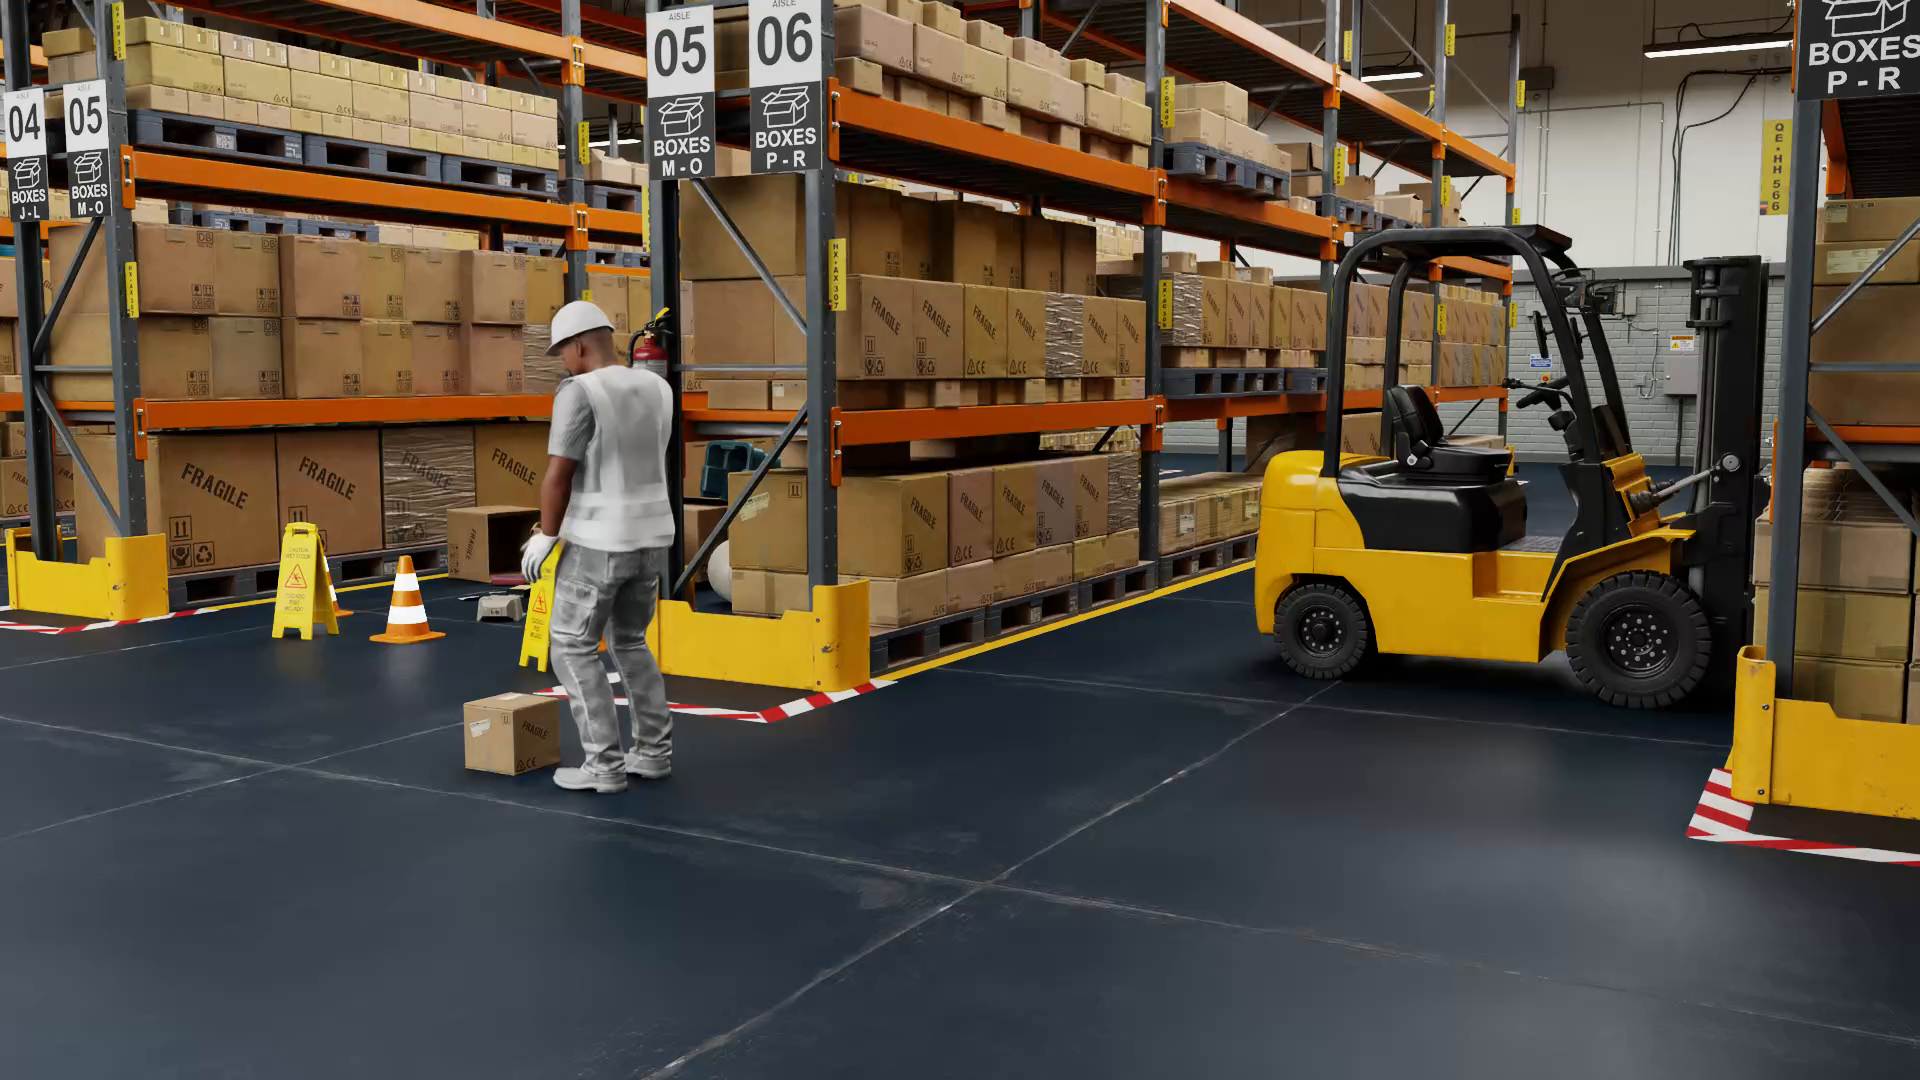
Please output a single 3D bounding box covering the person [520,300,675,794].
[{"bbox_3d":[-1.286,0.018,5.989,0.427,1.748,0.566,3,7,30],"label":"person"}]
